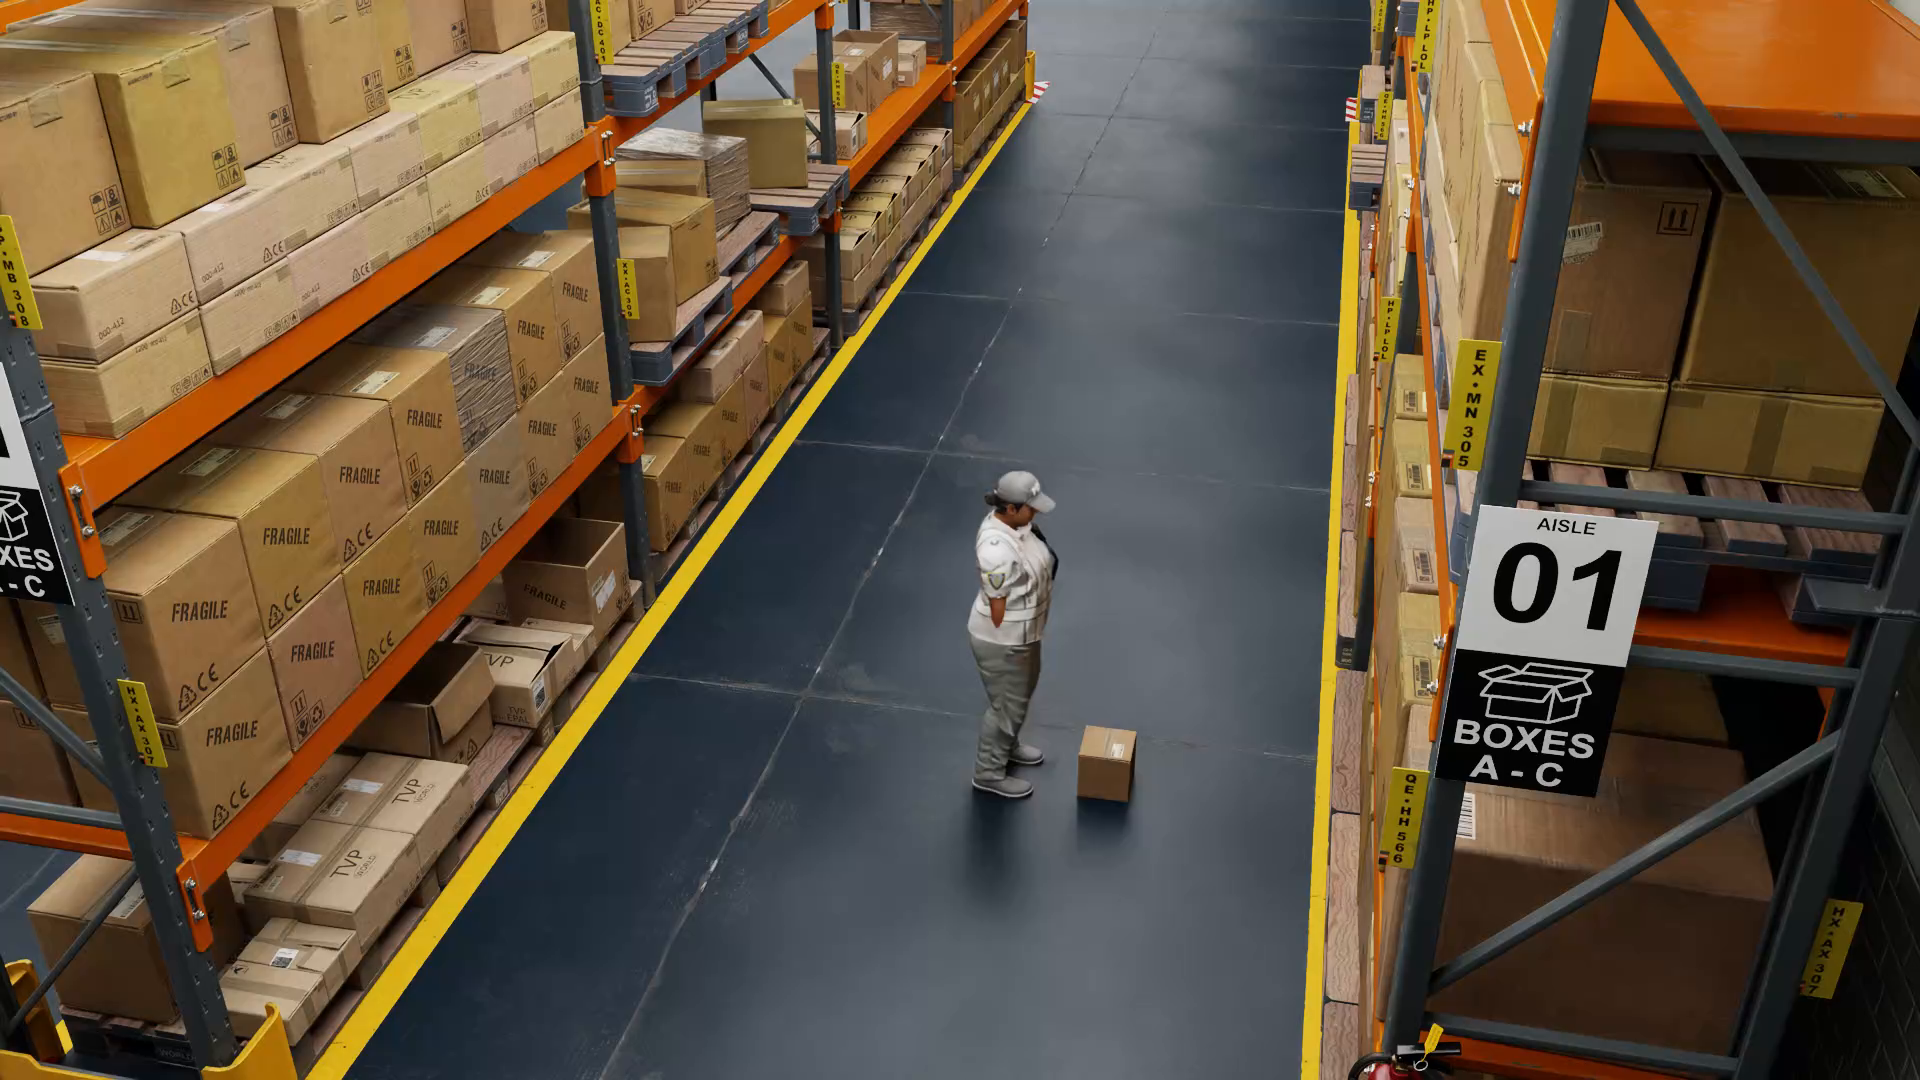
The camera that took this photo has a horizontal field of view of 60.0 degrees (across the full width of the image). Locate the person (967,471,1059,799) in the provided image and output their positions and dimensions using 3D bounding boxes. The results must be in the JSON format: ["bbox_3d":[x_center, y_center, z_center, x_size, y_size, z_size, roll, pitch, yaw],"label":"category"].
[{"bbox_3d":[0.243,0.423,7.862,0.389,1.656,0.473,7,30,12],"label":"person"}]
